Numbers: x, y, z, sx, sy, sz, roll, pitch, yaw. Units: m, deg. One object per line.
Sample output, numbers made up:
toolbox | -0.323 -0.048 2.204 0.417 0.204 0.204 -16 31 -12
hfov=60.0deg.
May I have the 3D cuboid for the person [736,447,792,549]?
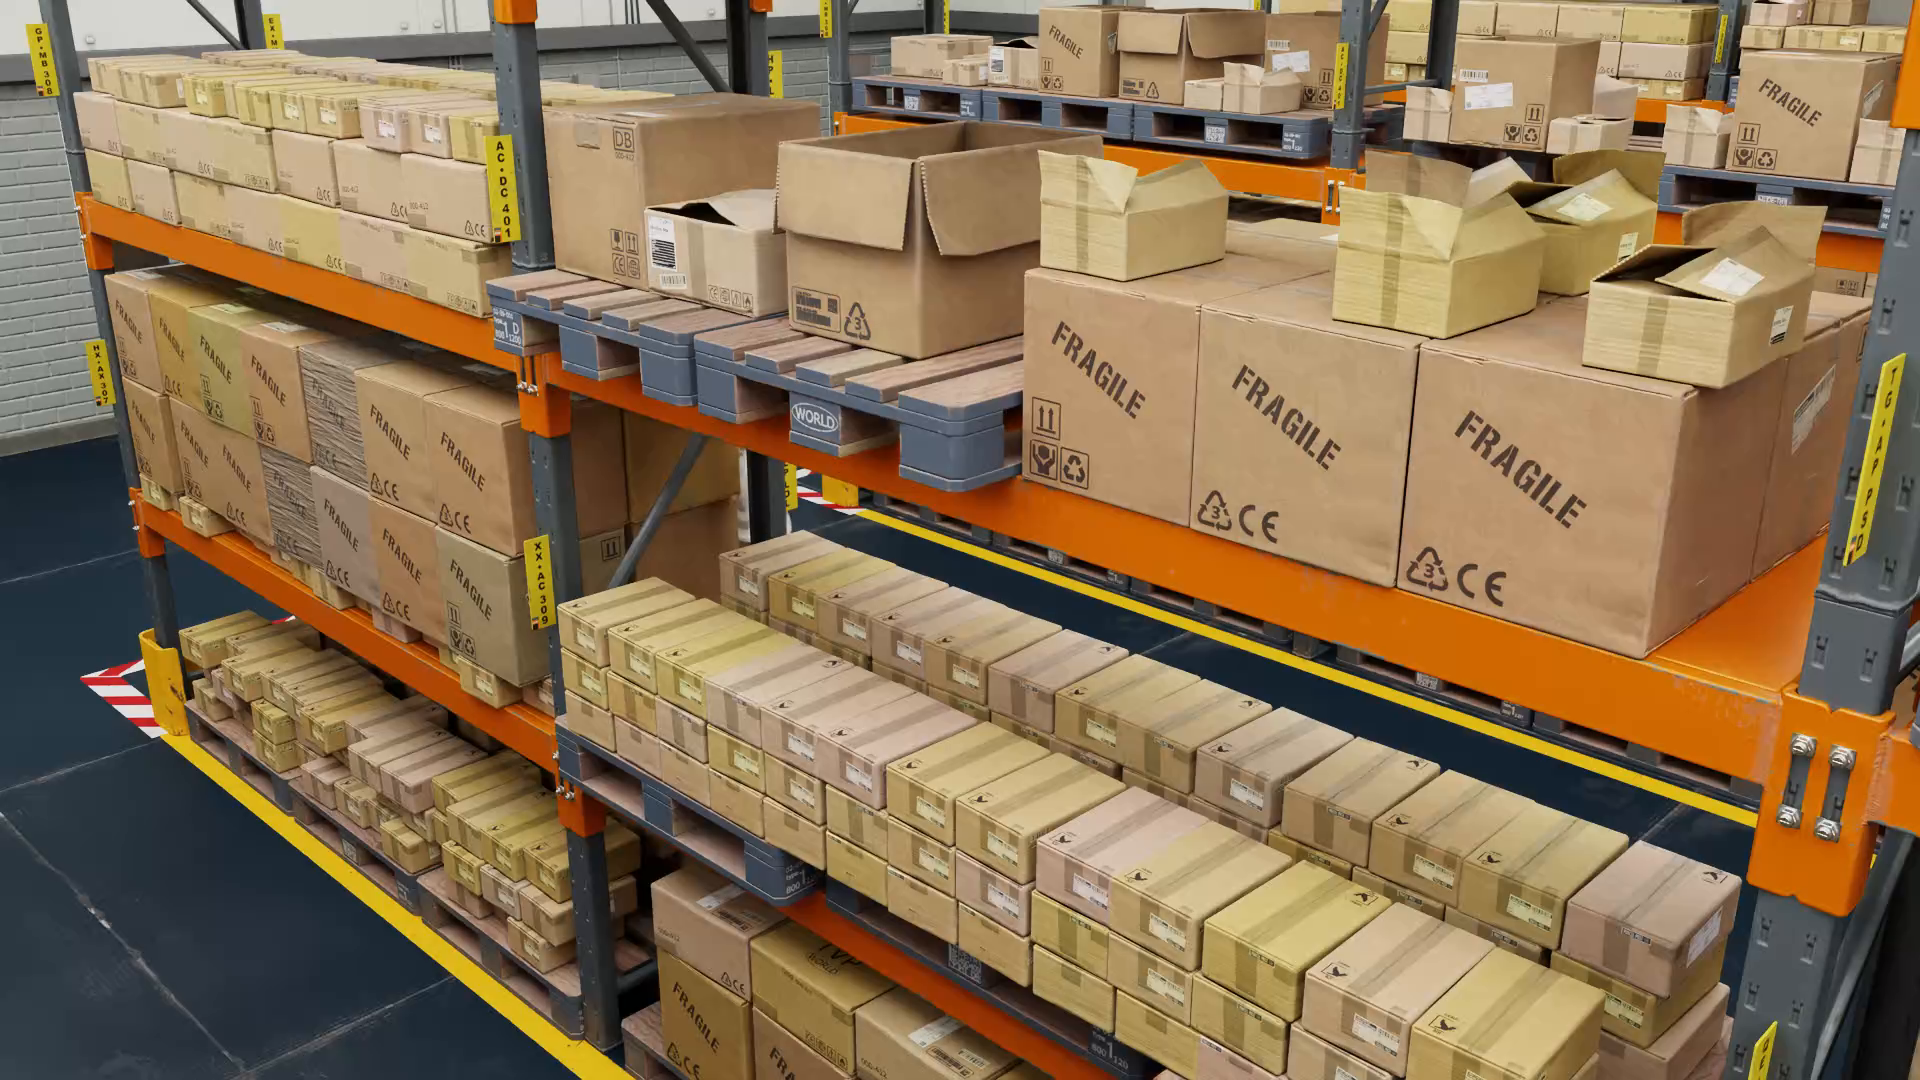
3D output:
person | -1.139 -0.003 9.100 0.414 1.754 0.563 -19 27 -41
